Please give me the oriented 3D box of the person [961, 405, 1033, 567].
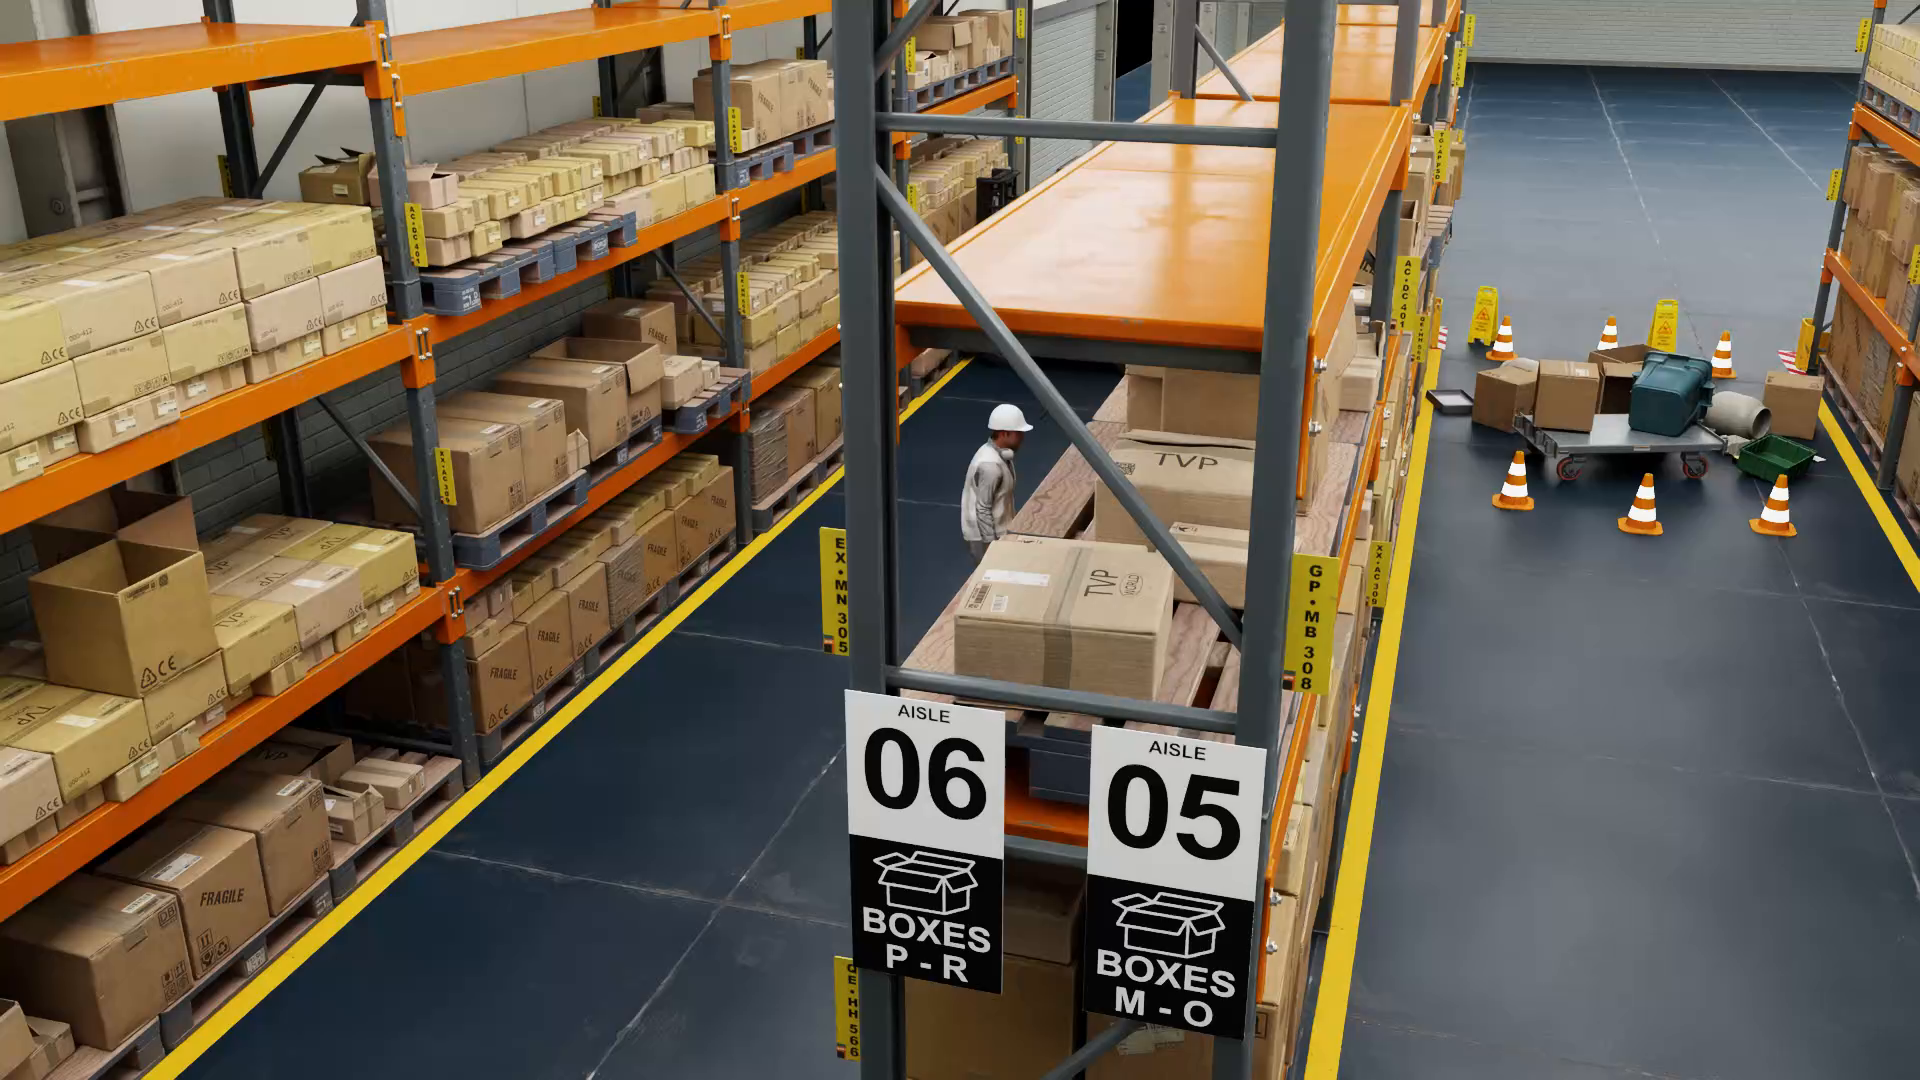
[{"bbox_3d":[0.250,-0.054,11.188,0.475,1.770,0.587,5,22,12],"label":"person"}]
